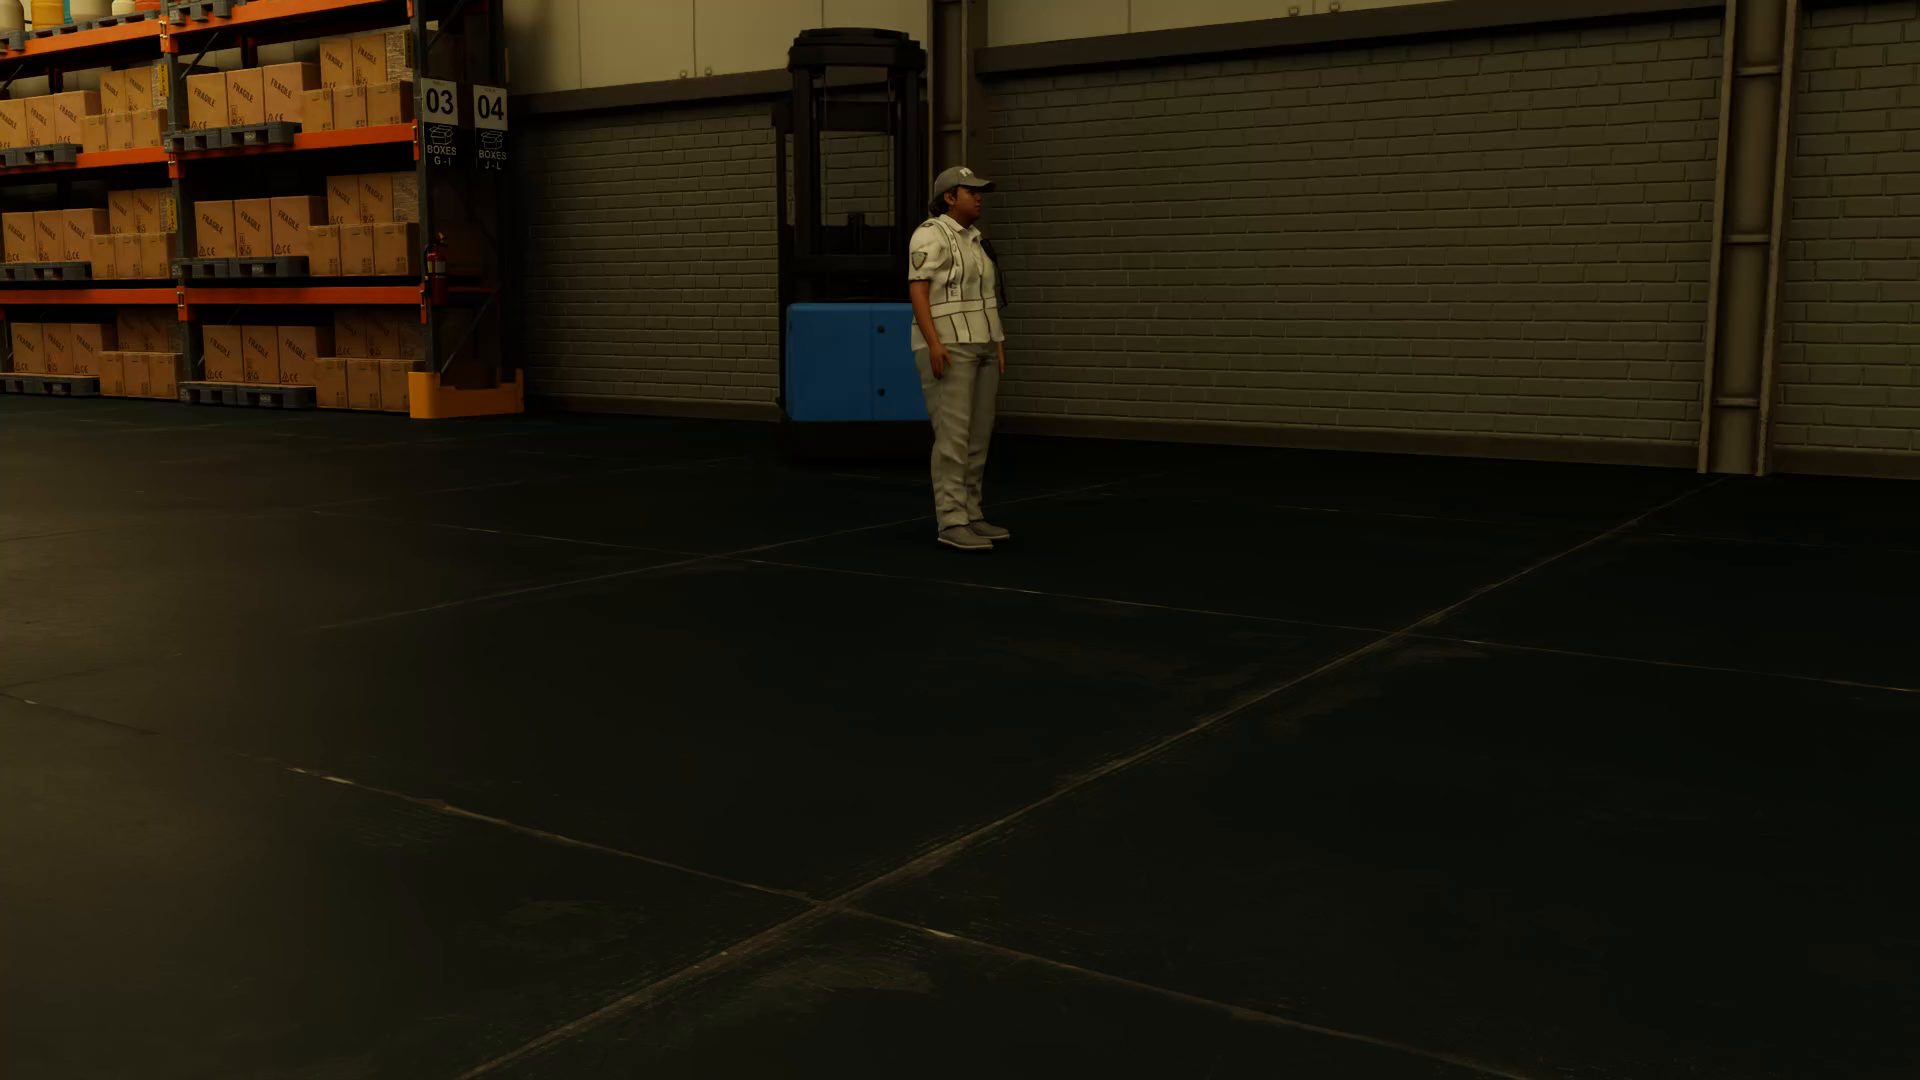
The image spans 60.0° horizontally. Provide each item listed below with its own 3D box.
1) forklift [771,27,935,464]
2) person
[{"bbox_3d":[-0.803,-2.133,12.194,1.130,2.935,3.031,-1,8,-9],"label":"forklift"},{"bbox_3d":[0.051,-0.825,7.424,0.529,1.670,0.598,5,10,34],"label":"person"}]
